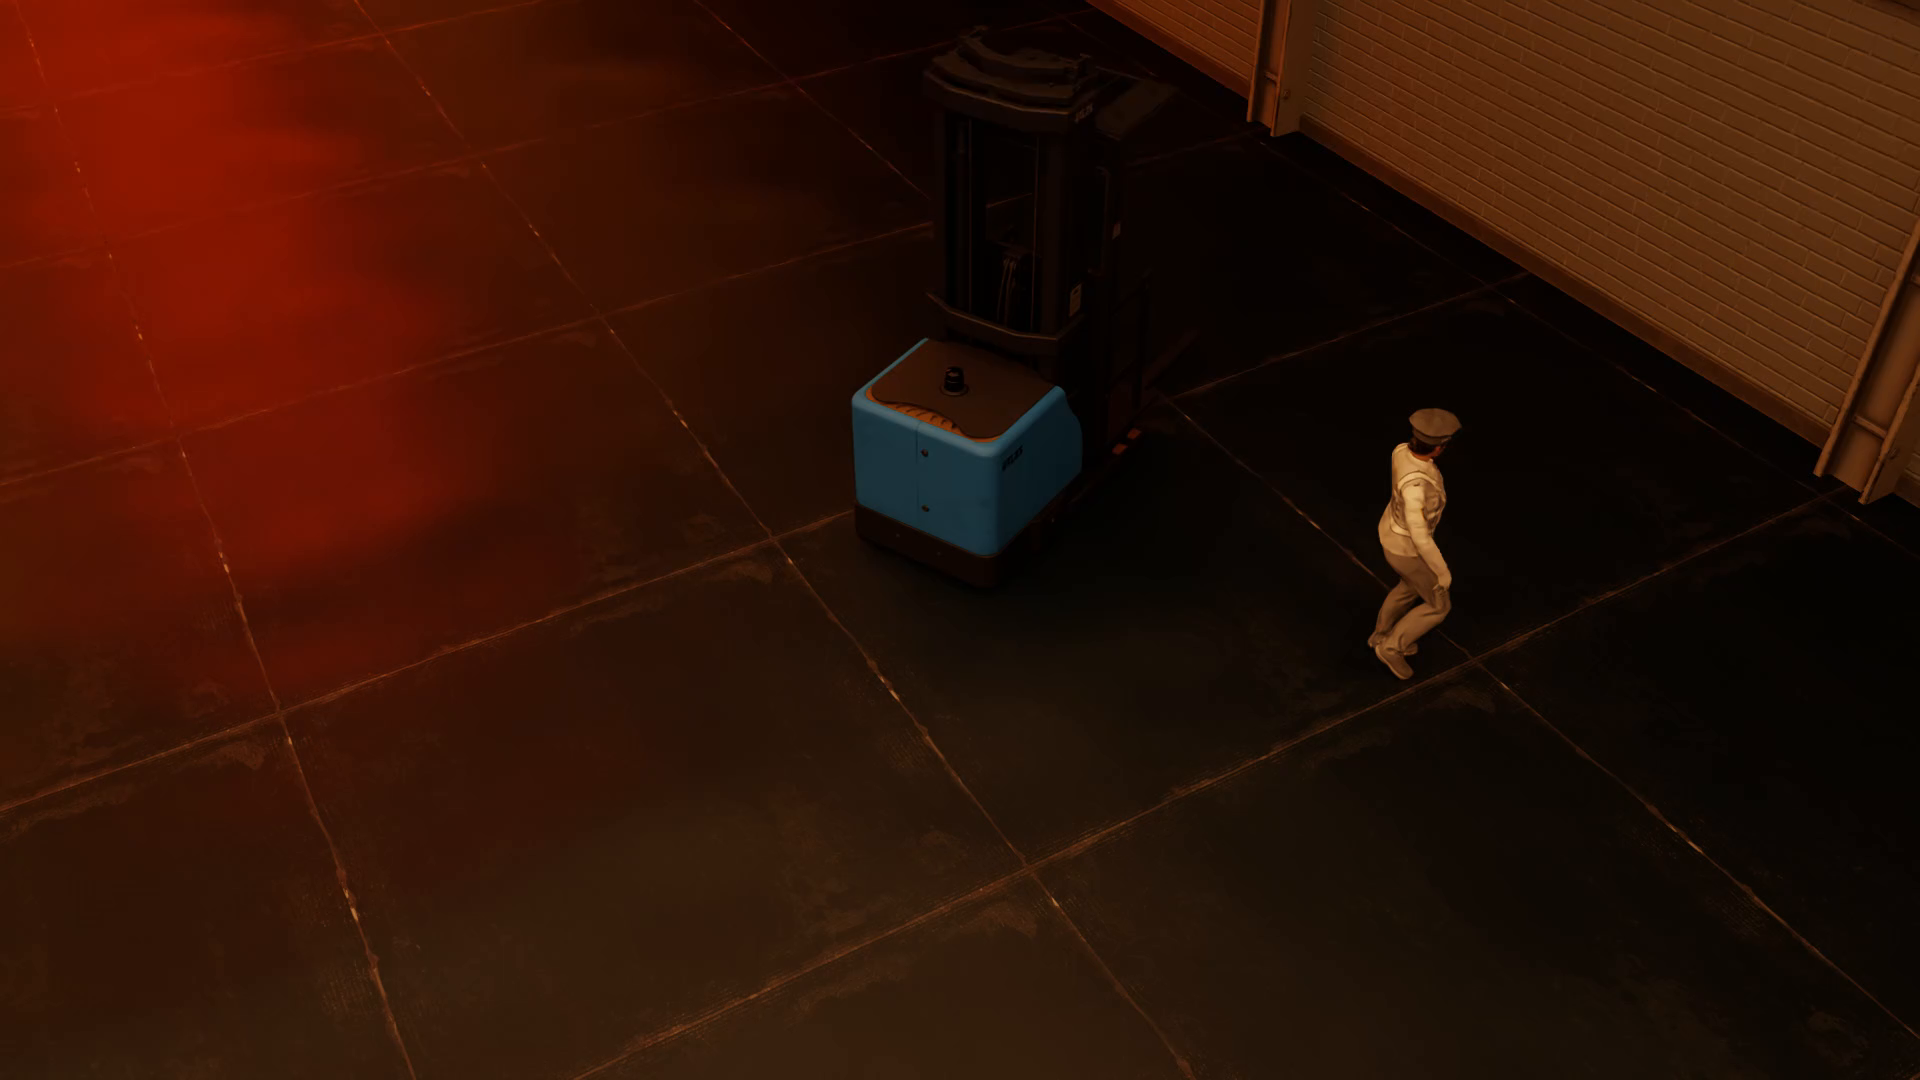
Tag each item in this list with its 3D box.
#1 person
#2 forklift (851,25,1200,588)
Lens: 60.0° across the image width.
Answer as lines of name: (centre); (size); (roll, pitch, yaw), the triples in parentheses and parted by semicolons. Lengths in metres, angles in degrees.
person: (2.493, 0.005, 9.060); (0.440, 1.660, 0.754); (6, 40, 7)
forklift: (0.583, -1.750, 10.146); (1.130, 2.935, 3.031); (23, 45, 25)
